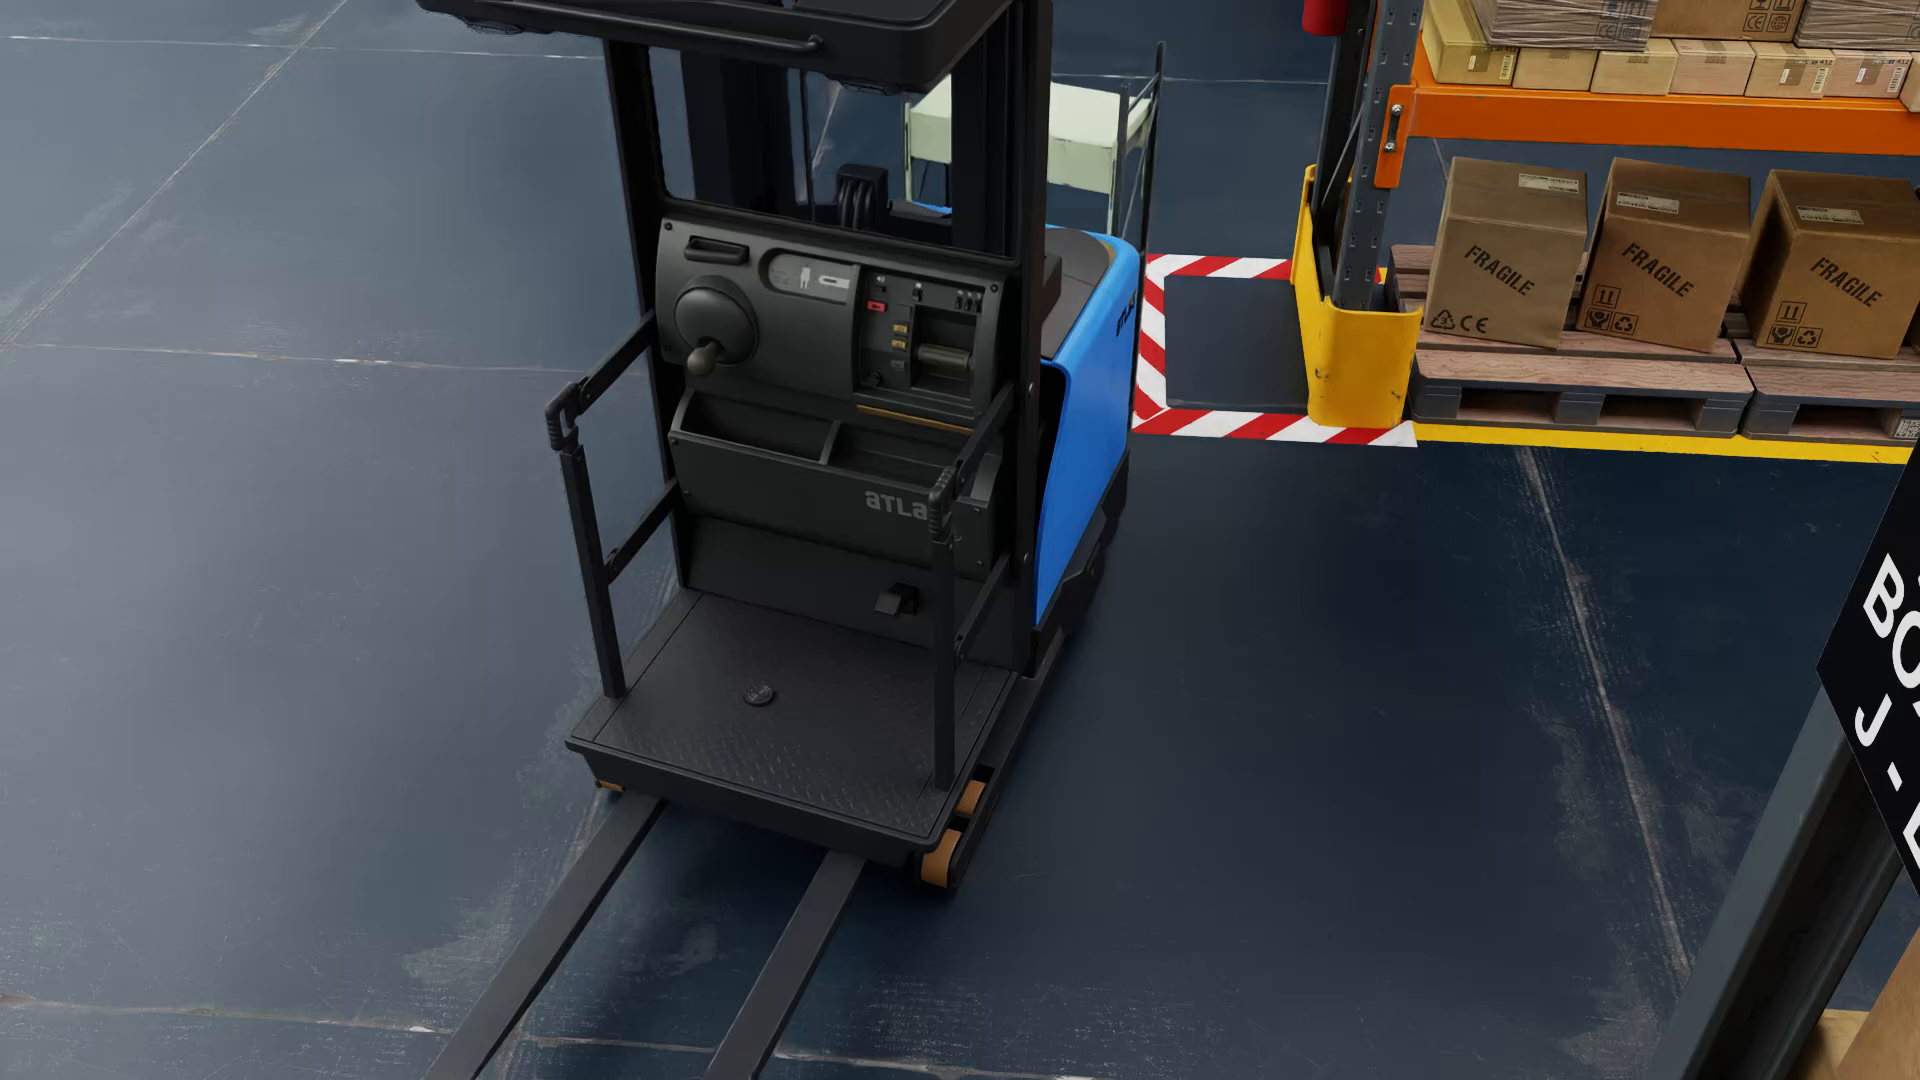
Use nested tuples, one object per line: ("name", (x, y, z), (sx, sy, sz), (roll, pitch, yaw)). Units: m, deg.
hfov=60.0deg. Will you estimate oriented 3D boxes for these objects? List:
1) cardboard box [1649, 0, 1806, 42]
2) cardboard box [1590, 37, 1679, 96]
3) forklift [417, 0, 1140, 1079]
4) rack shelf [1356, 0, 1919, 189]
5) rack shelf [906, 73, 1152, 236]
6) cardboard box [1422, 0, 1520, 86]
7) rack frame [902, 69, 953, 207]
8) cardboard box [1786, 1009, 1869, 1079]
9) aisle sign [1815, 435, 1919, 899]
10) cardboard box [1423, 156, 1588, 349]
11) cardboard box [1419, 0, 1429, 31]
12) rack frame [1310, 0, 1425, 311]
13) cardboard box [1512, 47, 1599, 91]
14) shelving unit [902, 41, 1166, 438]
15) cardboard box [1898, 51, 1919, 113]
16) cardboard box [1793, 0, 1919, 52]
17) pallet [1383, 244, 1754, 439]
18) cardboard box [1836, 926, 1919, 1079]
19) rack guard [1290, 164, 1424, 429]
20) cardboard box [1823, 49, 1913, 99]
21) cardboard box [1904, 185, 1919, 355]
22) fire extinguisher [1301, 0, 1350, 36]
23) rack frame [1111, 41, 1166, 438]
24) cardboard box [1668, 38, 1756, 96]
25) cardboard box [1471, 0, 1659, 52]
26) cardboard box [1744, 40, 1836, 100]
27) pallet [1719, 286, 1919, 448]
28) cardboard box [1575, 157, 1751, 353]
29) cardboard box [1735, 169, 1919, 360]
("cardboard box", (2.523, -2.113, 5.655), (0.500, 0.500, 0.875), (3, 39, 4))
("cardboard box", (2.227, -1.646, 5.596), (0.250, 0.149, 0.380), (3, 39, 4))
("forklift", (-0.411, -0.481, 4.019), (1.130, 2.935, 3.031), (13, 41, 16))
("rack shelf", (3.461, -1.570, 5.873), (4.000, 0.370, 1.077), (3, 39, 4))
("rack shelf", (0.234, -1.294, 5.524), (0.720, 0.370, 0.431), (15, 40, 17))
("cardboard box", (1.732, -1.695, 5.655), (0.250, 0.149, 0.380), (3, 39, 4))
("rack frame", (-0.107, -1.075, 5.874), (0.023, 1.500, 0.400), (15, 40, 17))
("cardboard box", (1.314, 1.089, 1.917), (0.550, 0.550, 0.875), (3, 39, 4))
("aisle sign", (0.895, -0.045, 1.370), (0.004, 0.787, 0.394), (3, 39, 4))
("cardboard box", (2.090, -1.107, 6.381), (0.500, 0.500, 0.500), (10, 40, 12))
("cardboard box", (1.771, -1.975, 5.999), (0.250, 0.149, 0.380), (3, 39, 4))
("rack frame", (1.469, -1.958, 5.779), (0.127, 3.000, 1.000), (3, 39, 4))
("cardboard box", (1.980, -1.669, 5.624), (0.250, 0.149, 0.380), (3, 39, 4))
("shelving unit", (0.230, -0.986, 5.764), (0.755, 1.500, 0.431), (15, 40, 17))
("cardboard box", (3.218, -1.552, 5.480), (0.250, 0.149, 0.380), (3, 39, 4))
("cardboard box", (3.017, -2.059, 5.588), (0.500, 0.500, 0.875), (3, 39, 4))
("pallet", (2.351, -0.806, 6.573), (1.213, 0.211, 1.003), (3, 39, 4))
("cardboard box", (1.307, 0.723, 1.511), (0.550, 0.550, 0.875), (3, 39, 4))
("rack guard", (1.545, -0.984, 6.563), (0.348, 0.500, 1.175), (3, 39, 4))
("cardboard box", (2.978, -1.631, 5.577), (0.250, 0.149, 0.380), (3, 39, 4))
("cardboard box", (3.862, -0.991, 6.239), (0.500, 0.500, 0.500), (0, 39, 0))
("fire extinguisher", (1.395, -2.224, 6.168), (0.183, 0.674, 0.296), (3, 39, 4))
("rack frame", (0.568, -0.896, 5.654), (0.023, 1.500, 0.400), (15, 40, 17))
("cardboard box", (2.478, -1.646, 5.595), (0.250, 0.149, 0.380), (3, 39, 4))
("cardboard box", (2.014, -2.065, 5.596), (0.500, 0.500, 0.875), (3, 39, 4))
("cardboard box", (2.727, -1.628, 5.573), (0.250, 0.149, 0.380), (3, 39, 4))
("pallet", (3.563, -0.738, 6.489), (1.213, 0.211, 1.003), (3, 39, 4))
("cardboard box", (2.688, -1.096, 6.368), (0.500, 0.500, 0.500), (13, 41, 15))
("cardboard box", (3.310, -1.050, 6.311), (0.500, 0.500, 0.500), (7, 40, 8))
